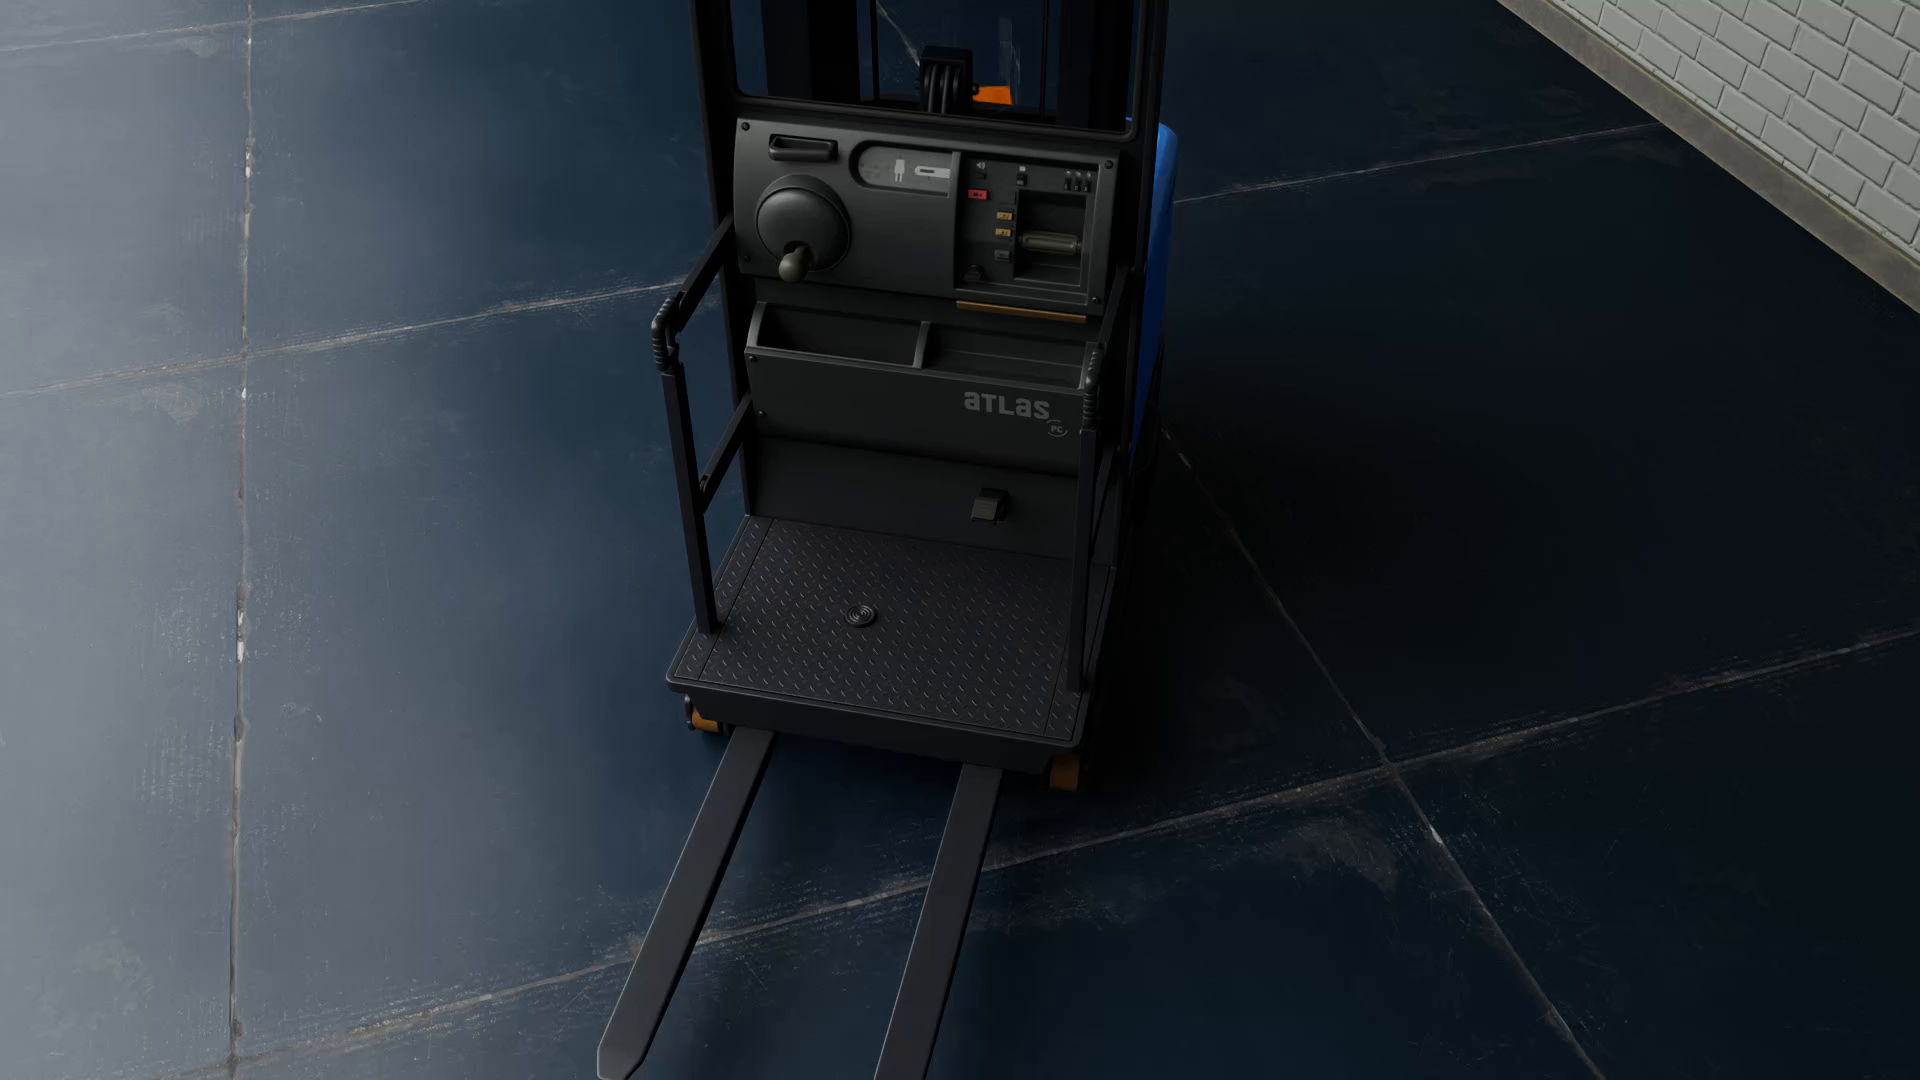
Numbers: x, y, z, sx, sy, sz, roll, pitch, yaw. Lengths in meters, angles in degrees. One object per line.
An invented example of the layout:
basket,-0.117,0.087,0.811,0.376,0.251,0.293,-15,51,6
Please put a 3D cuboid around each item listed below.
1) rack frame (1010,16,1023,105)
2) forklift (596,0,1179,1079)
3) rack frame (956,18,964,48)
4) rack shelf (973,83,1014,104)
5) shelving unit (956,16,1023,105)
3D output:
rack frame,0.179,-1.159,5.665,0.006,1.200,0.240,-3,41,-4
forklift,-0.134,-0.701,3.825,1.130,2.935,3.031,8,42,9
rack frame,-0.003,-1.149,5.652,0.006,1.200,0.240,-3,41,-4
rack shelf,0.090,-1.392,5.451,0.180,0.103,0.258,-3,41,-4
shelving unit,0.088,-1.154,5.658,0.189,1.200,0.258,-3,41,-4
